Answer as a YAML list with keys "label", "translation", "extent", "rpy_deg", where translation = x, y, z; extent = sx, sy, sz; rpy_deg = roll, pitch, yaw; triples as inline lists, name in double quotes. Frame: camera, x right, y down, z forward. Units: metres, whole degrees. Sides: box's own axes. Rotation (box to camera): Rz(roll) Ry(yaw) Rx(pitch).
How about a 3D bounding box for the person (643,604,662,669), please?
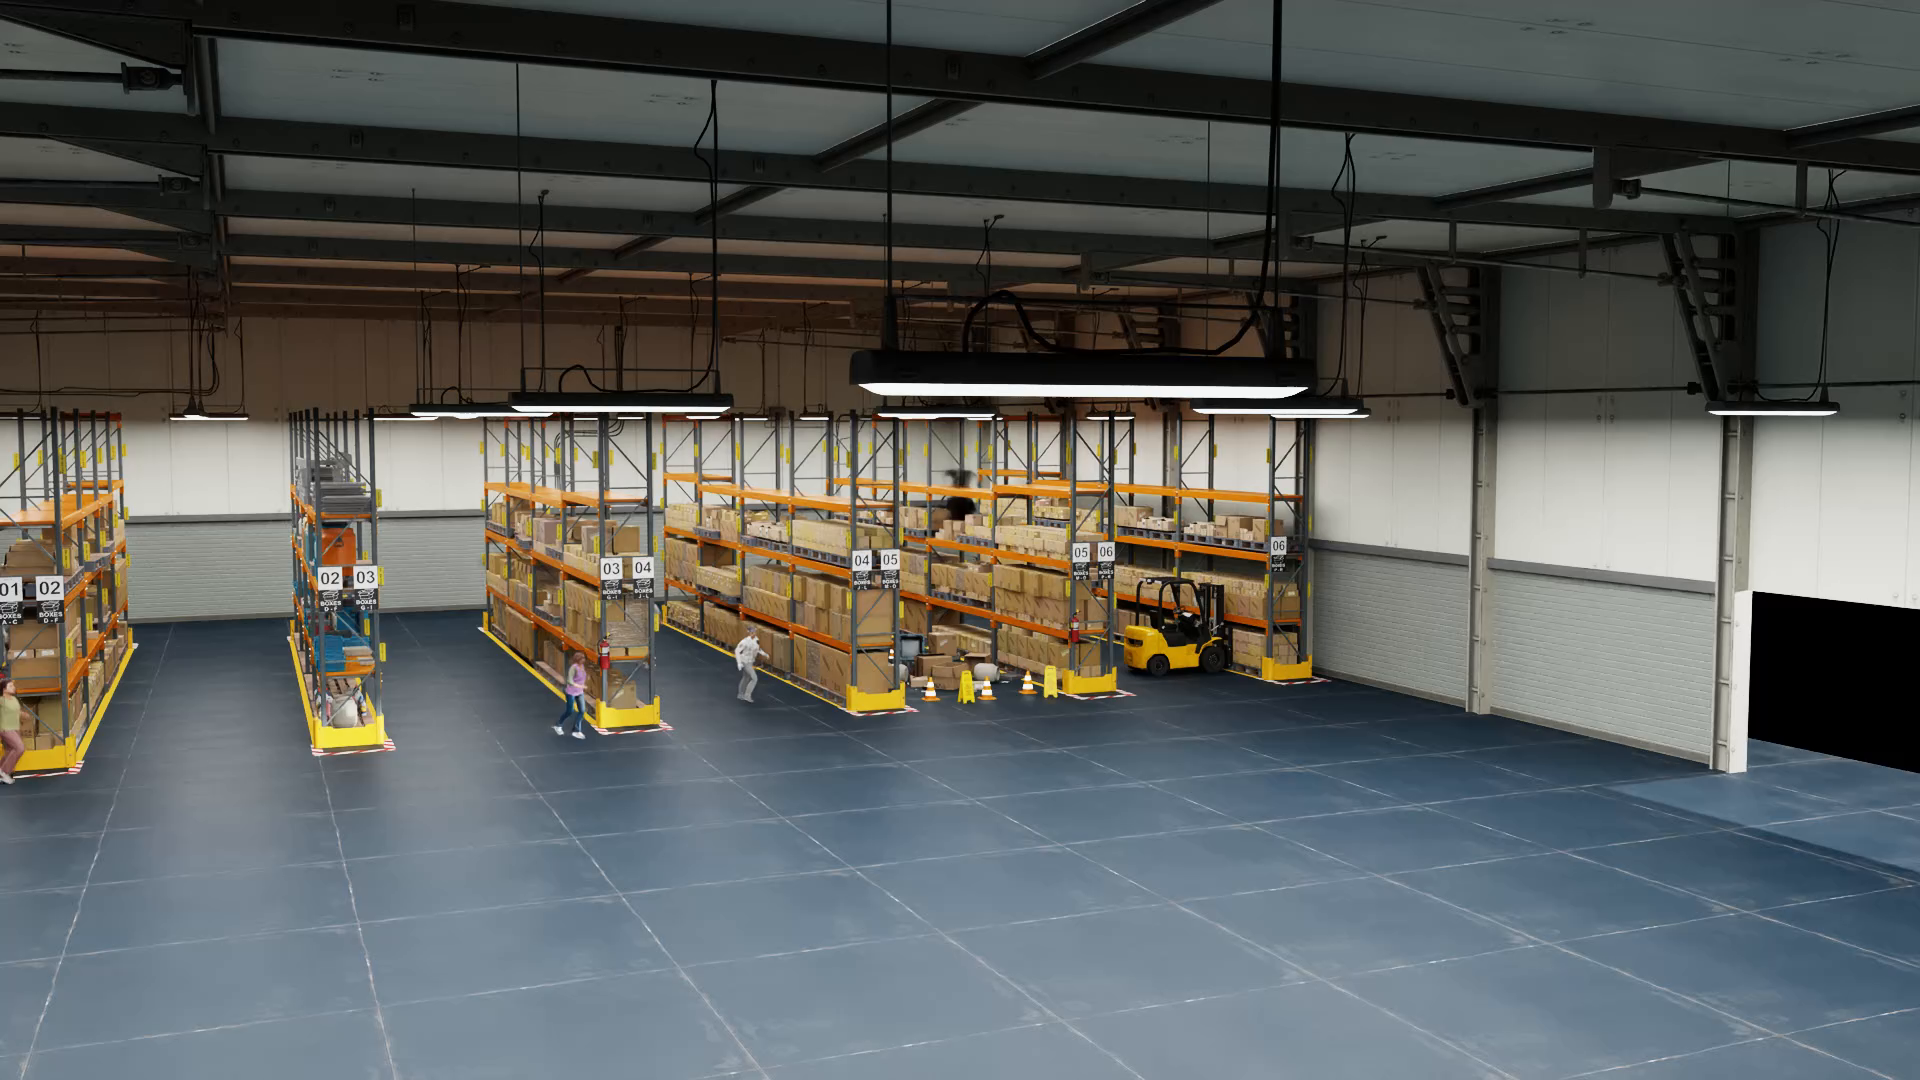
- label: "person"
  translation: [-7.371, 2.116, 39.132]
  extent: [0.694, 1.774, 0.702]
  rpy_deg: [-1, 4, -18]

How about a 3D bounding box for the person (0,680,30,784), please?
- label: "person"
  translation: [-15.087, 3.037, 26.390]
  extent: [0.655, 1.653, 0.567]
  rpy_deg: [0, 4, 5]

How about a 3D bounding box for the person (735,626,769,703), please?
- label: "person"
  translation: [-4.308, 2.556, 34.267]
  extent: [0.780, 1.633, 0.610]
  rpy_deg: [1, 4, 15]

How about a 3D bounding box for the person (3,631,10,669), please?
- label: "person"
  translation: [-20.291, 2.470, 35.003]
  extent: [0.570, 1.632, 0.723]
  rpy_deg: [-2, 5, -31]

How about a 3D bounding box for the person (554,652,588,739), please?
- label: "person"
  translation: [-7.111, 2.815, 30.344]
  extent: [0.723, 1.591, 0.527]
  rpy_deg: [2, 4, 27]
